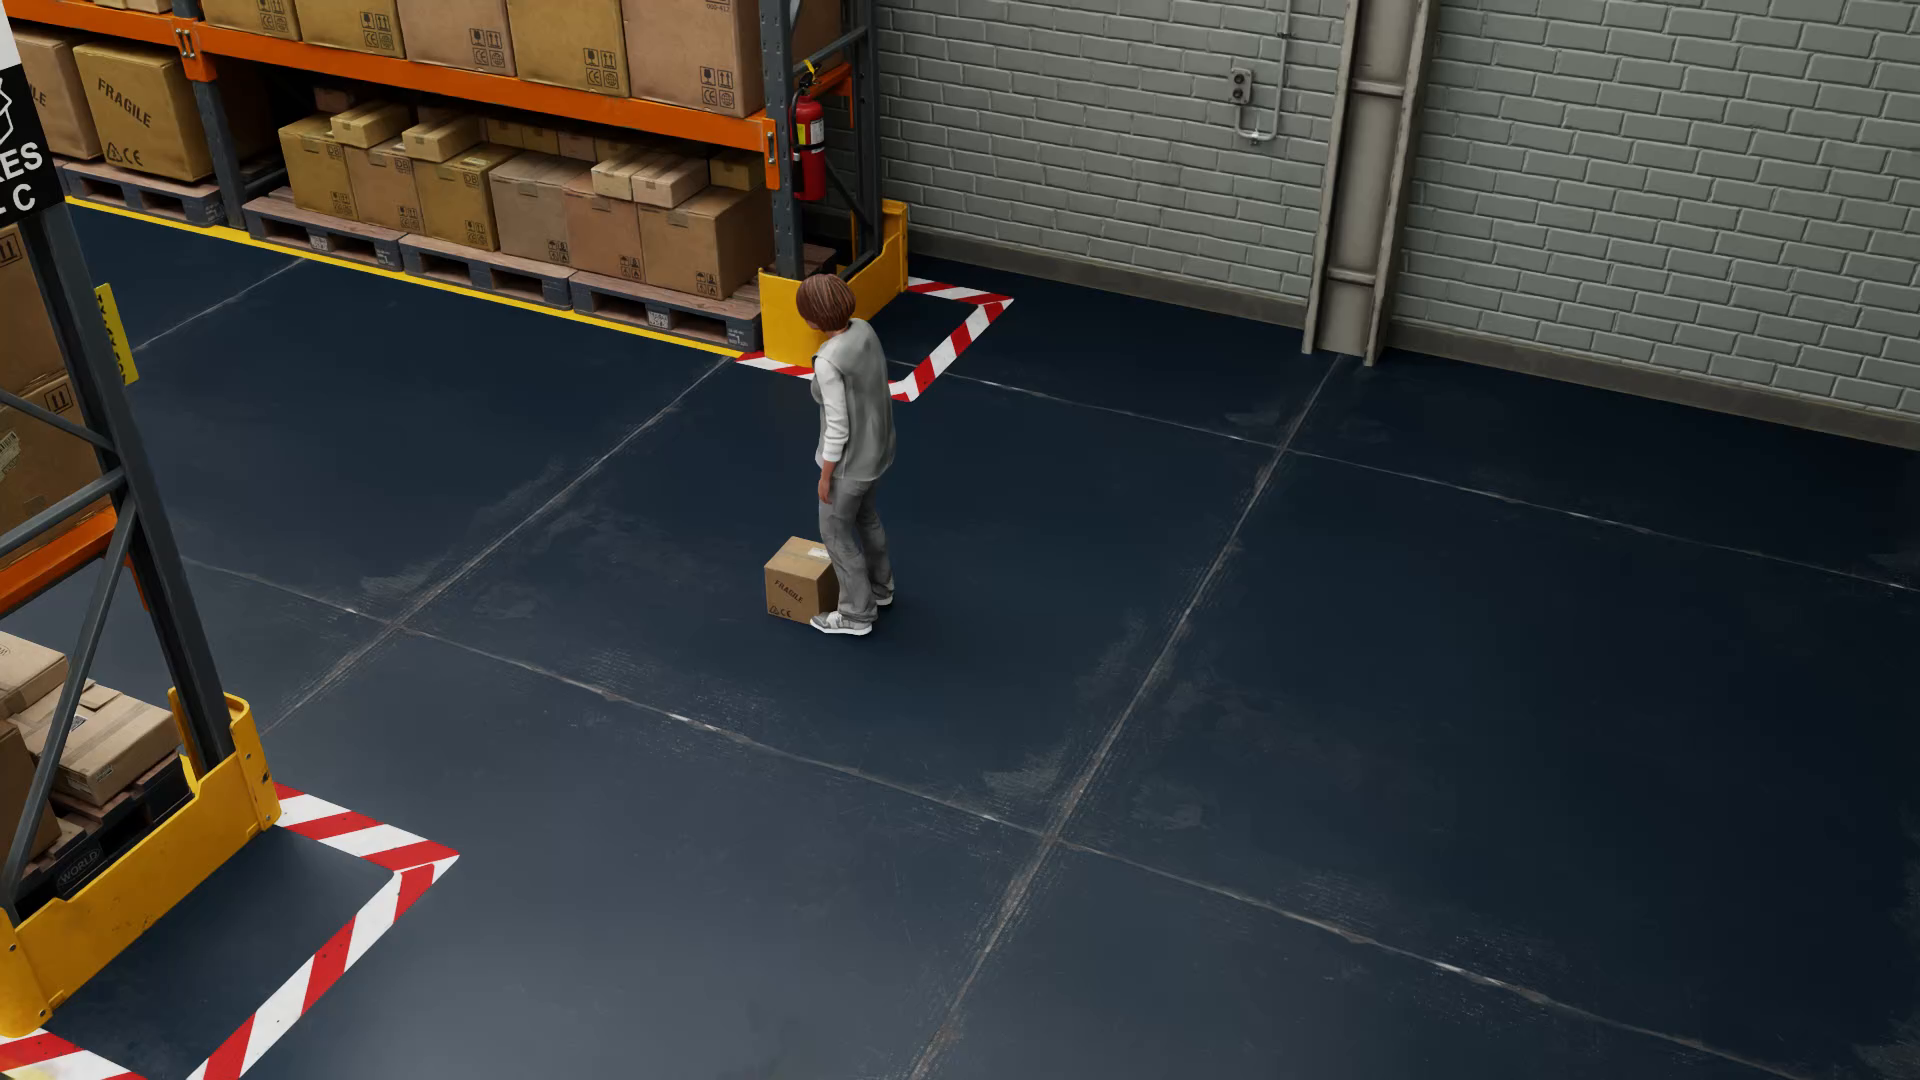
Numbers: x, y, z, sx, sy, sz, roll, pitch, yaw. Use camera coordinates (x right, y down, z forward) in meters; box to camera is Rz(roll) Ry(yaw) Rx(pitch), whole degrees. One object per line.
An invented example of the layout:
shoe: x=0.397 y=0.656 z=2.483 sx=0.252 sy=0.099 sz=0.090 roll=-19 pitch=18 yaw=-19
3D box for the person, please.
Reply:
person: x=-0.438 y=-0.327 z=6.637 sx=0.347 sy=1.590 sz=0.473 roll=13 pitch=36 yaw=18
